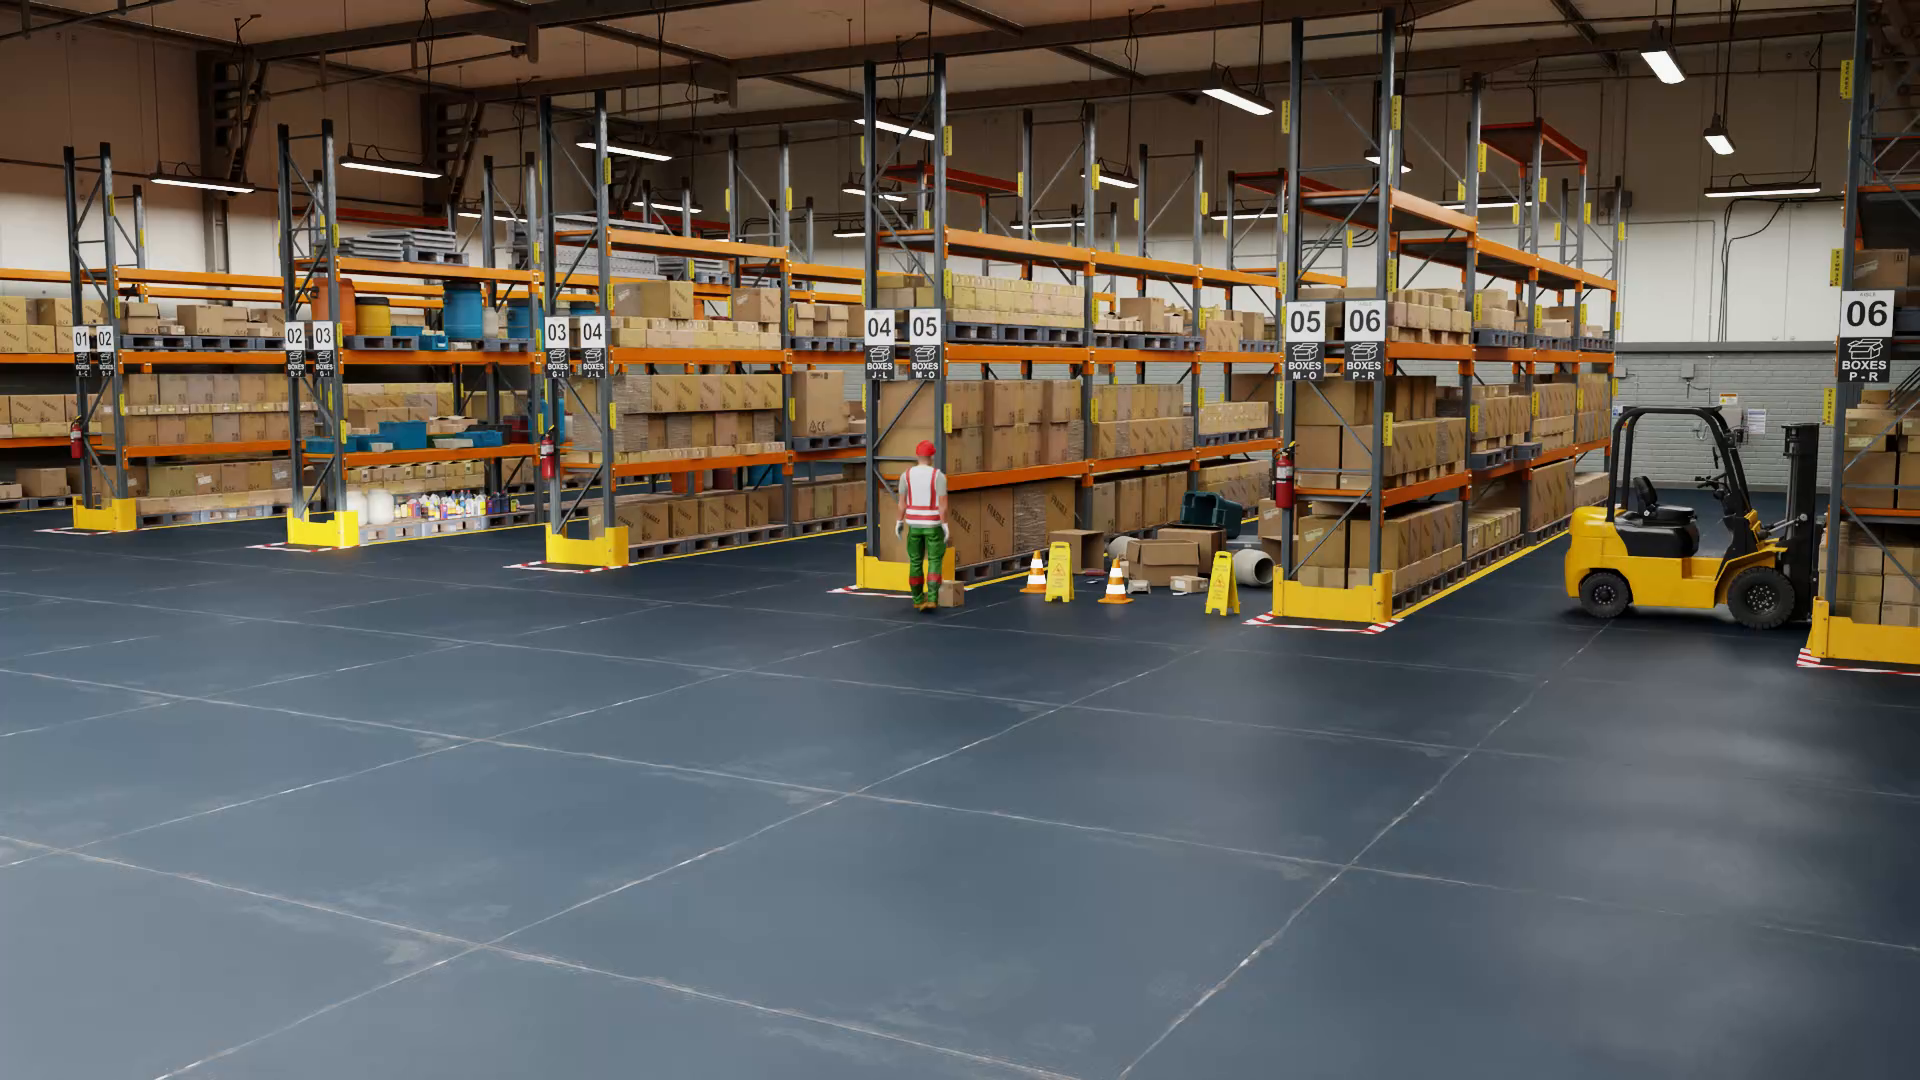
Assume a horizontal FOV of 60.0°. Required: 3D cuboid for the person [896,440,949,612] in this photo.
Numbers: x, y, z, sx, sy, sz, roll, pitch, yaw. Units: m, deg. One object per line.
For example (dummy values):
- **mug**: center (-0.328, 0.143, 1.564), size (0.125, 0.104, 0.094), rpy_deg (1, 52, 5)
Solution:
- **person**: center (-0.371, -0.155, 17.424), size (0.584, 1.791, 0.659), rpy_deg (1, 6, 14)
